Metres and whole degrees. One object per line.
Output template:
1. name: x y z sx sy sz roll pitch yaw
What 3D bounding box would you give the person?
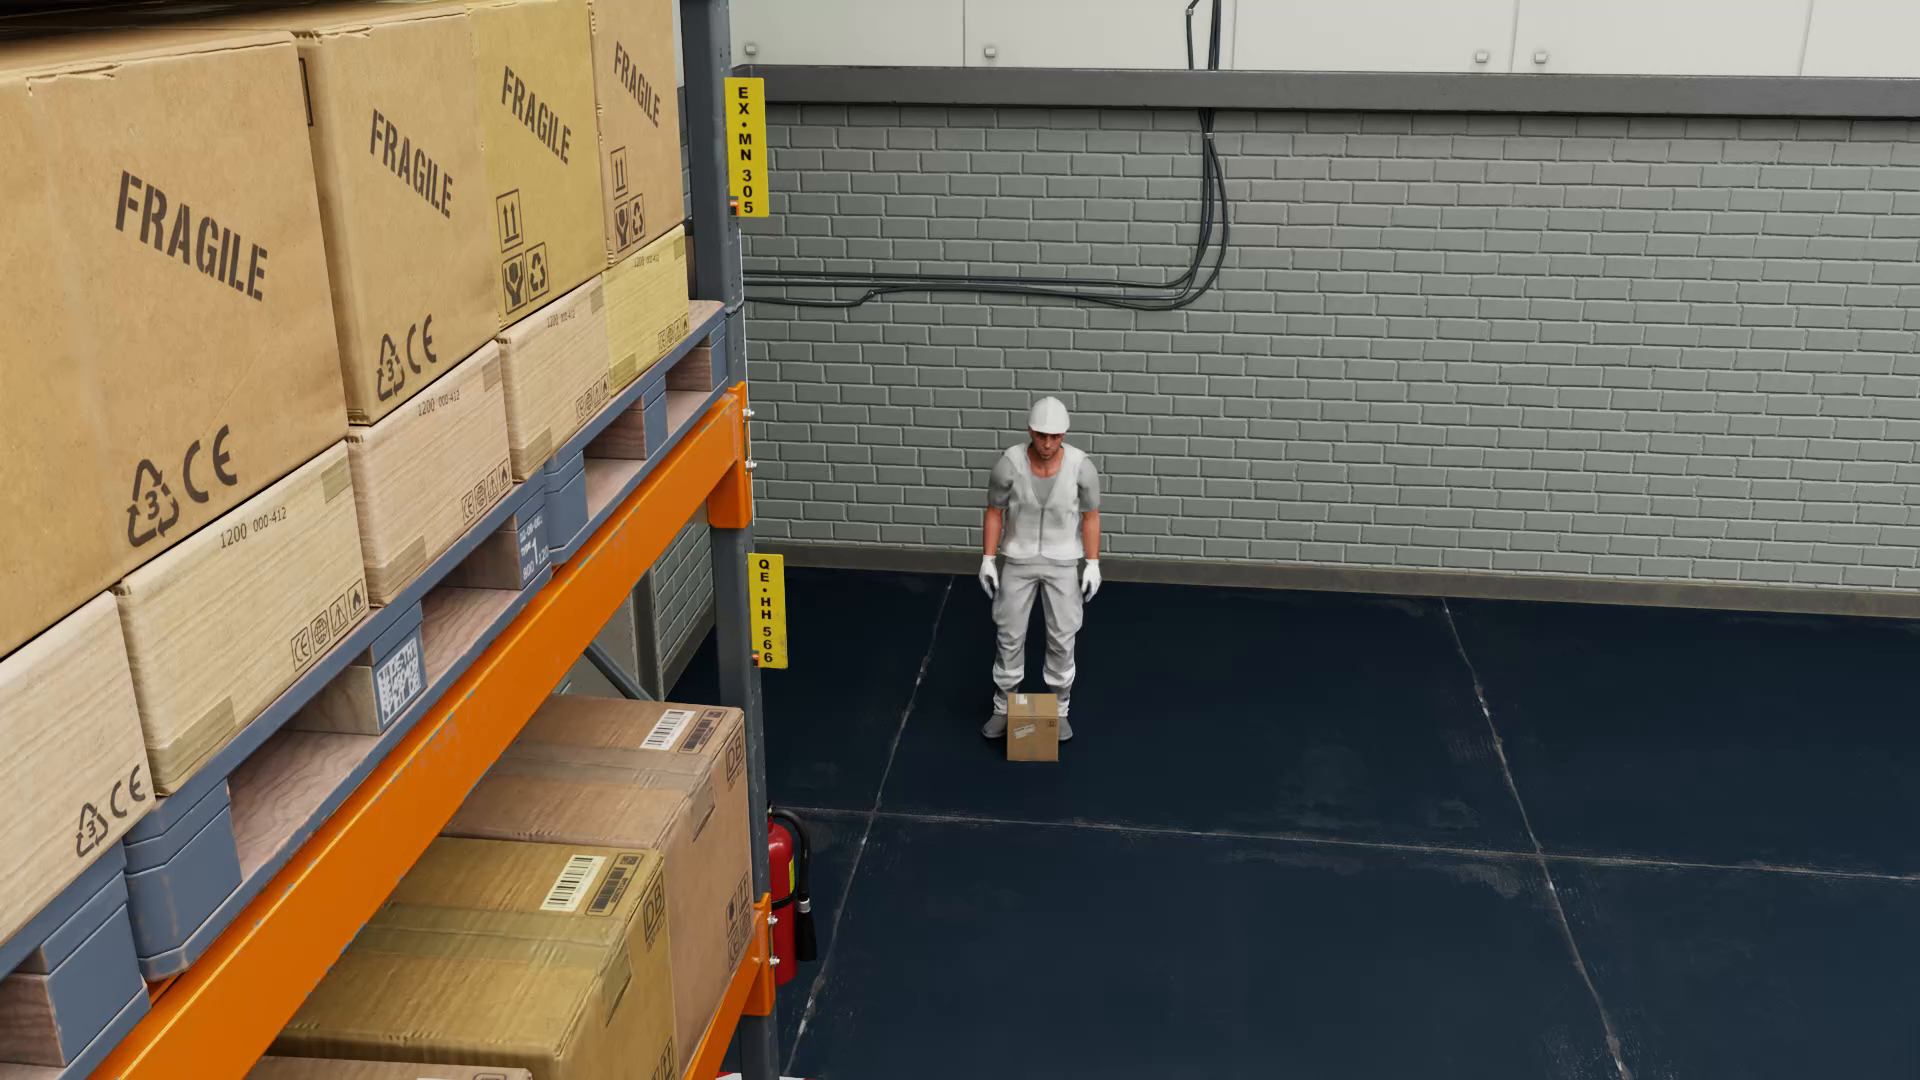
1. person: 0.396 0.139 8.201 0.608 1.777 0.453 1 21 4
